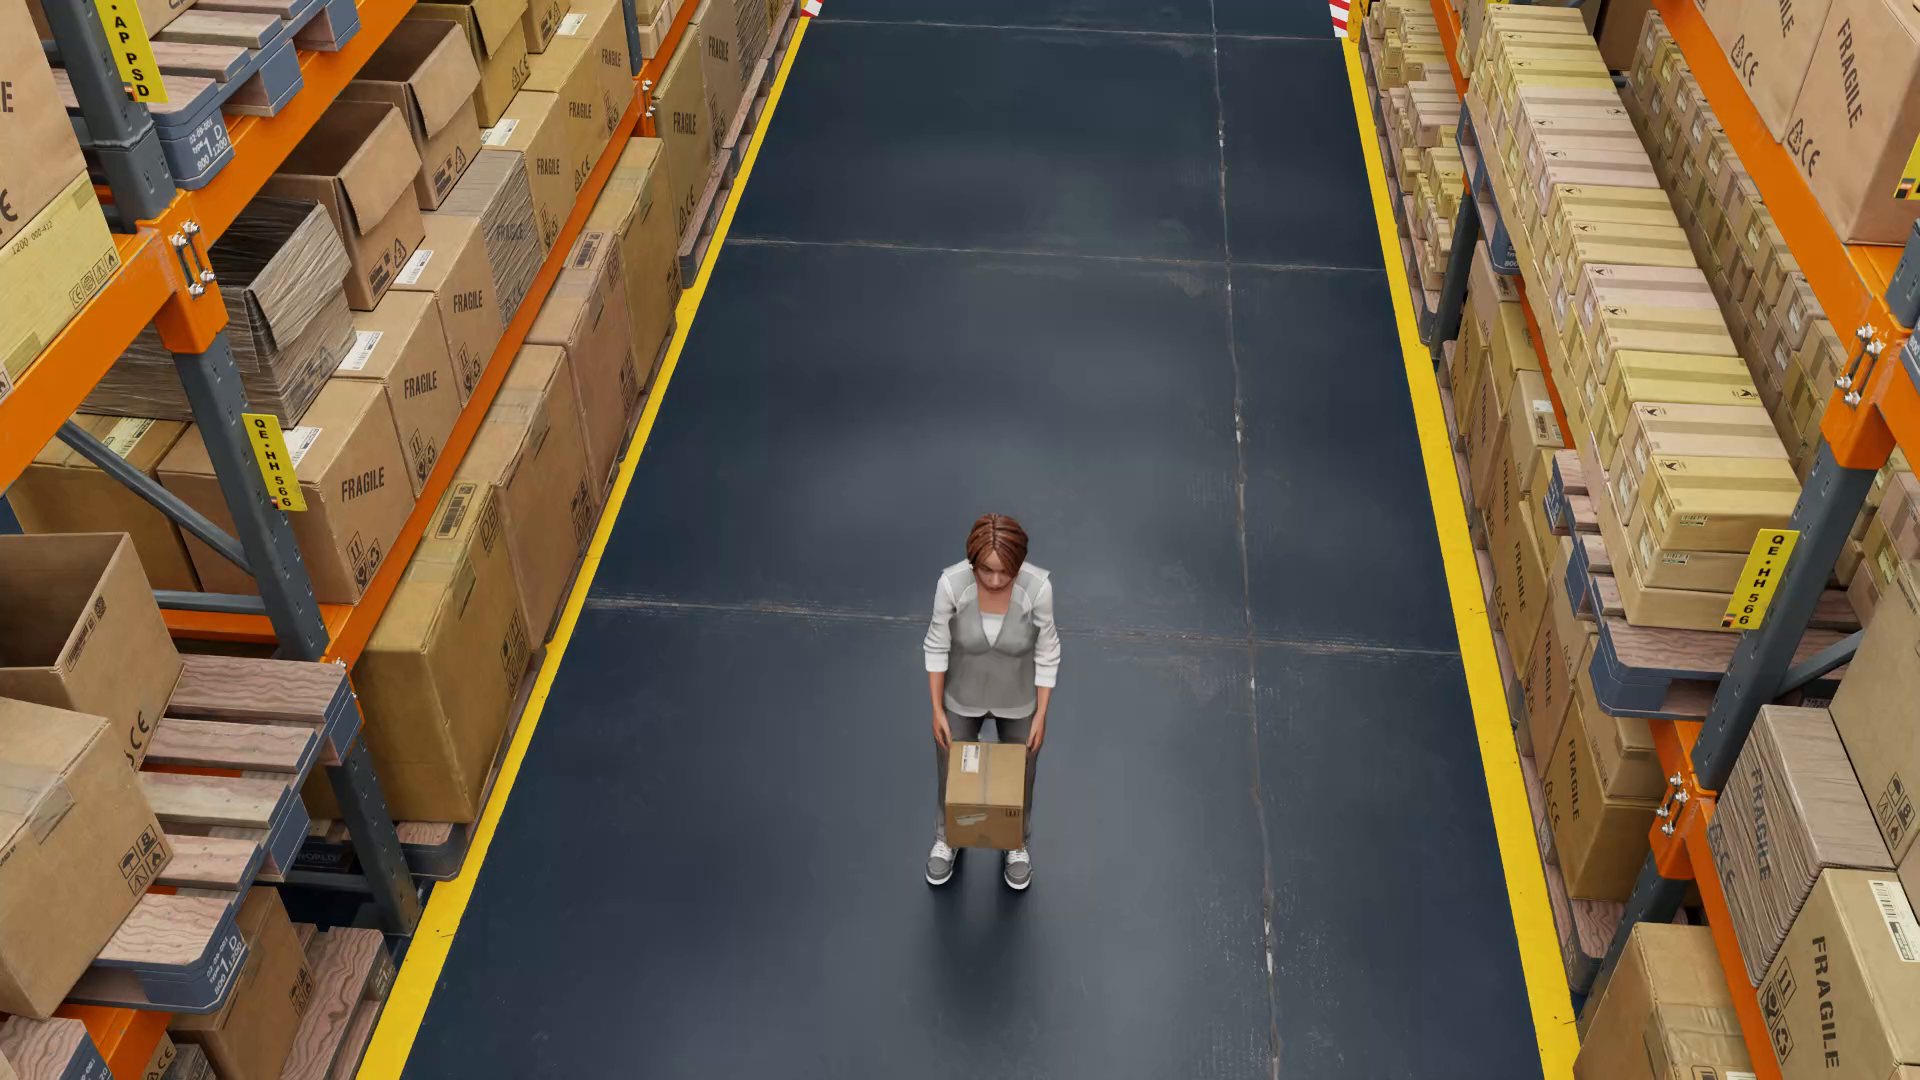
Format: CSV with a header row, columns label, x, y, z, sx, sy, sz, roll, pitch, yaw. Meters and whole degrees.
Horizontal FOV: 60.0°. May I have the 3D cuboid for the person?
label,x,y,z,sx,sy,sz,roll,pitch,yaw
person,0.098,0.540,5.530,0.434,1.600,0.347,2,41,3
